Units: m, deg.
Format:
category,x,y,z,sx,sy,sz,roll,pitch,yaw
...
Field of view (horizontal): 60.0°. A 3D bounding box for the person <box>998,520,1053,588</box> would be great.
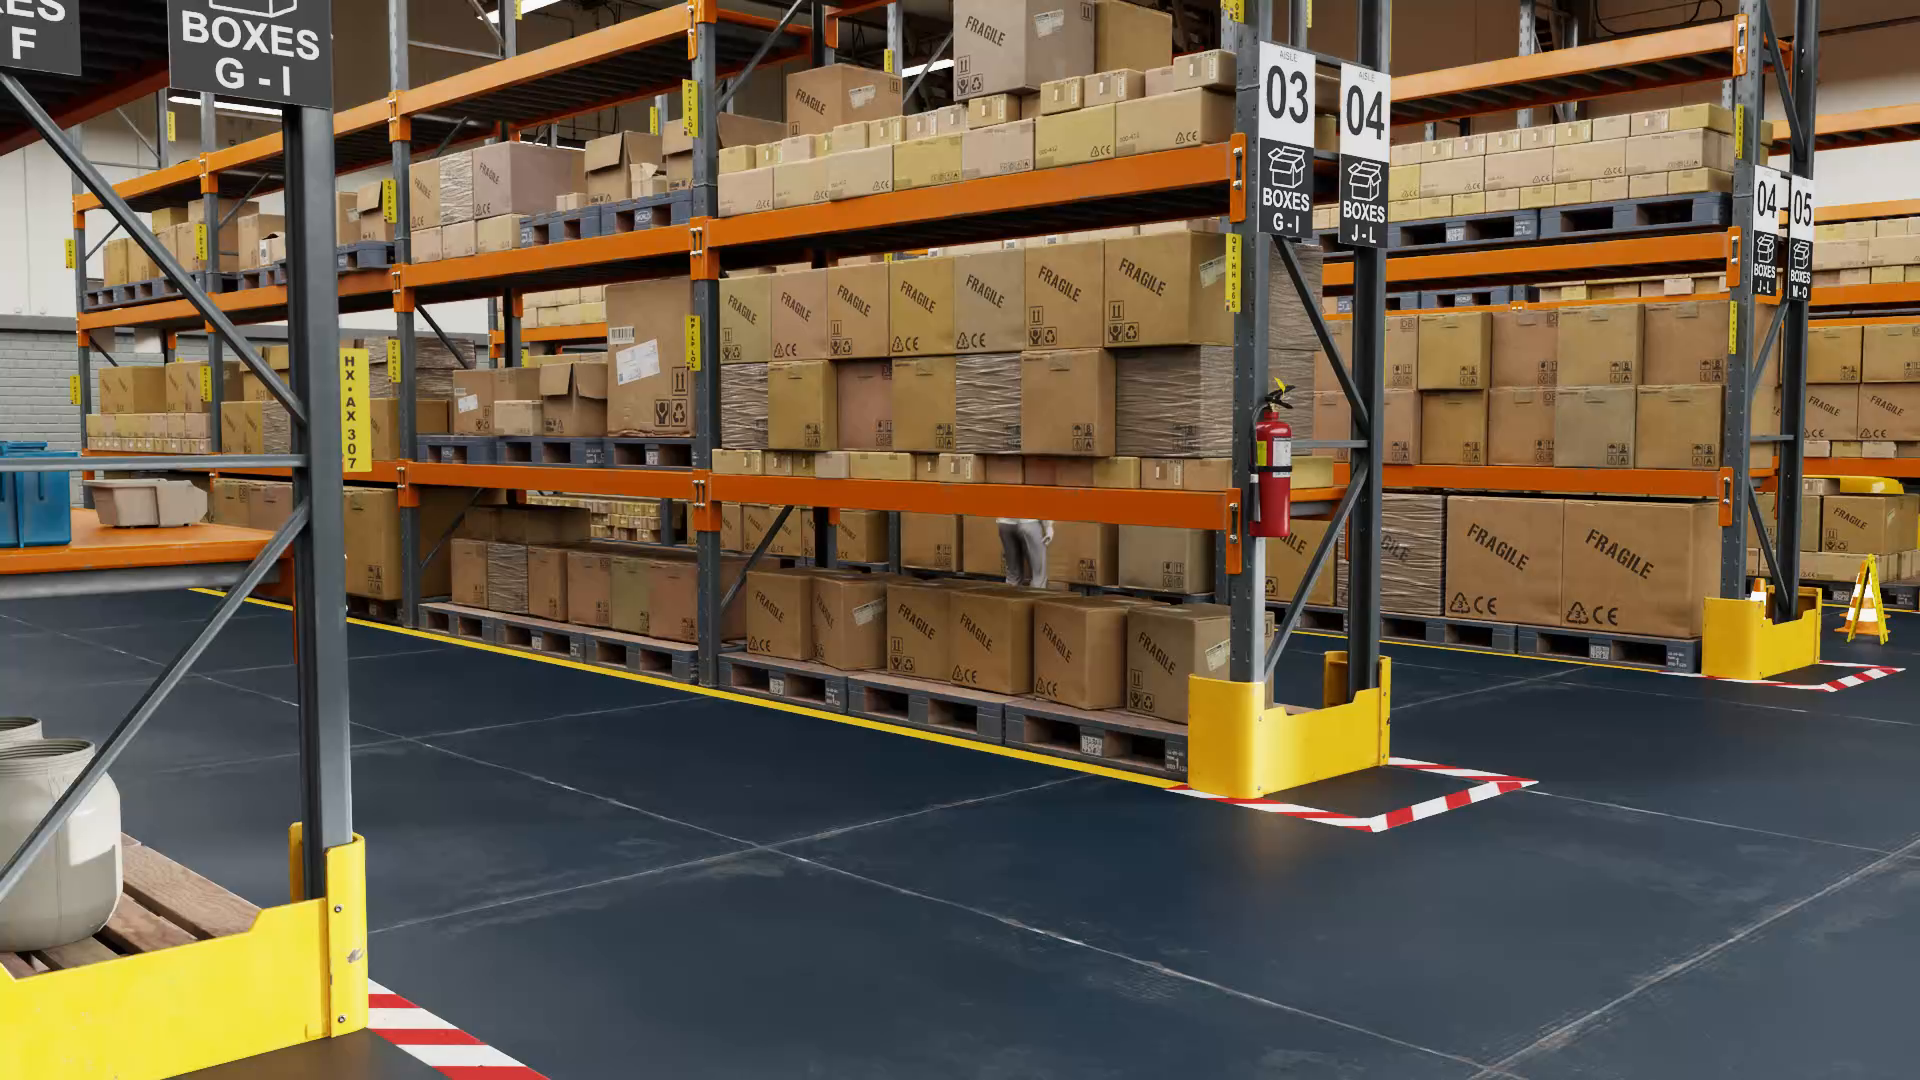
category,x,y,z,sx,sy,sz,roll,pitch,yaw
person,0.487,-0.133,12.471,0.508,1.600,0.344,4,6,43
